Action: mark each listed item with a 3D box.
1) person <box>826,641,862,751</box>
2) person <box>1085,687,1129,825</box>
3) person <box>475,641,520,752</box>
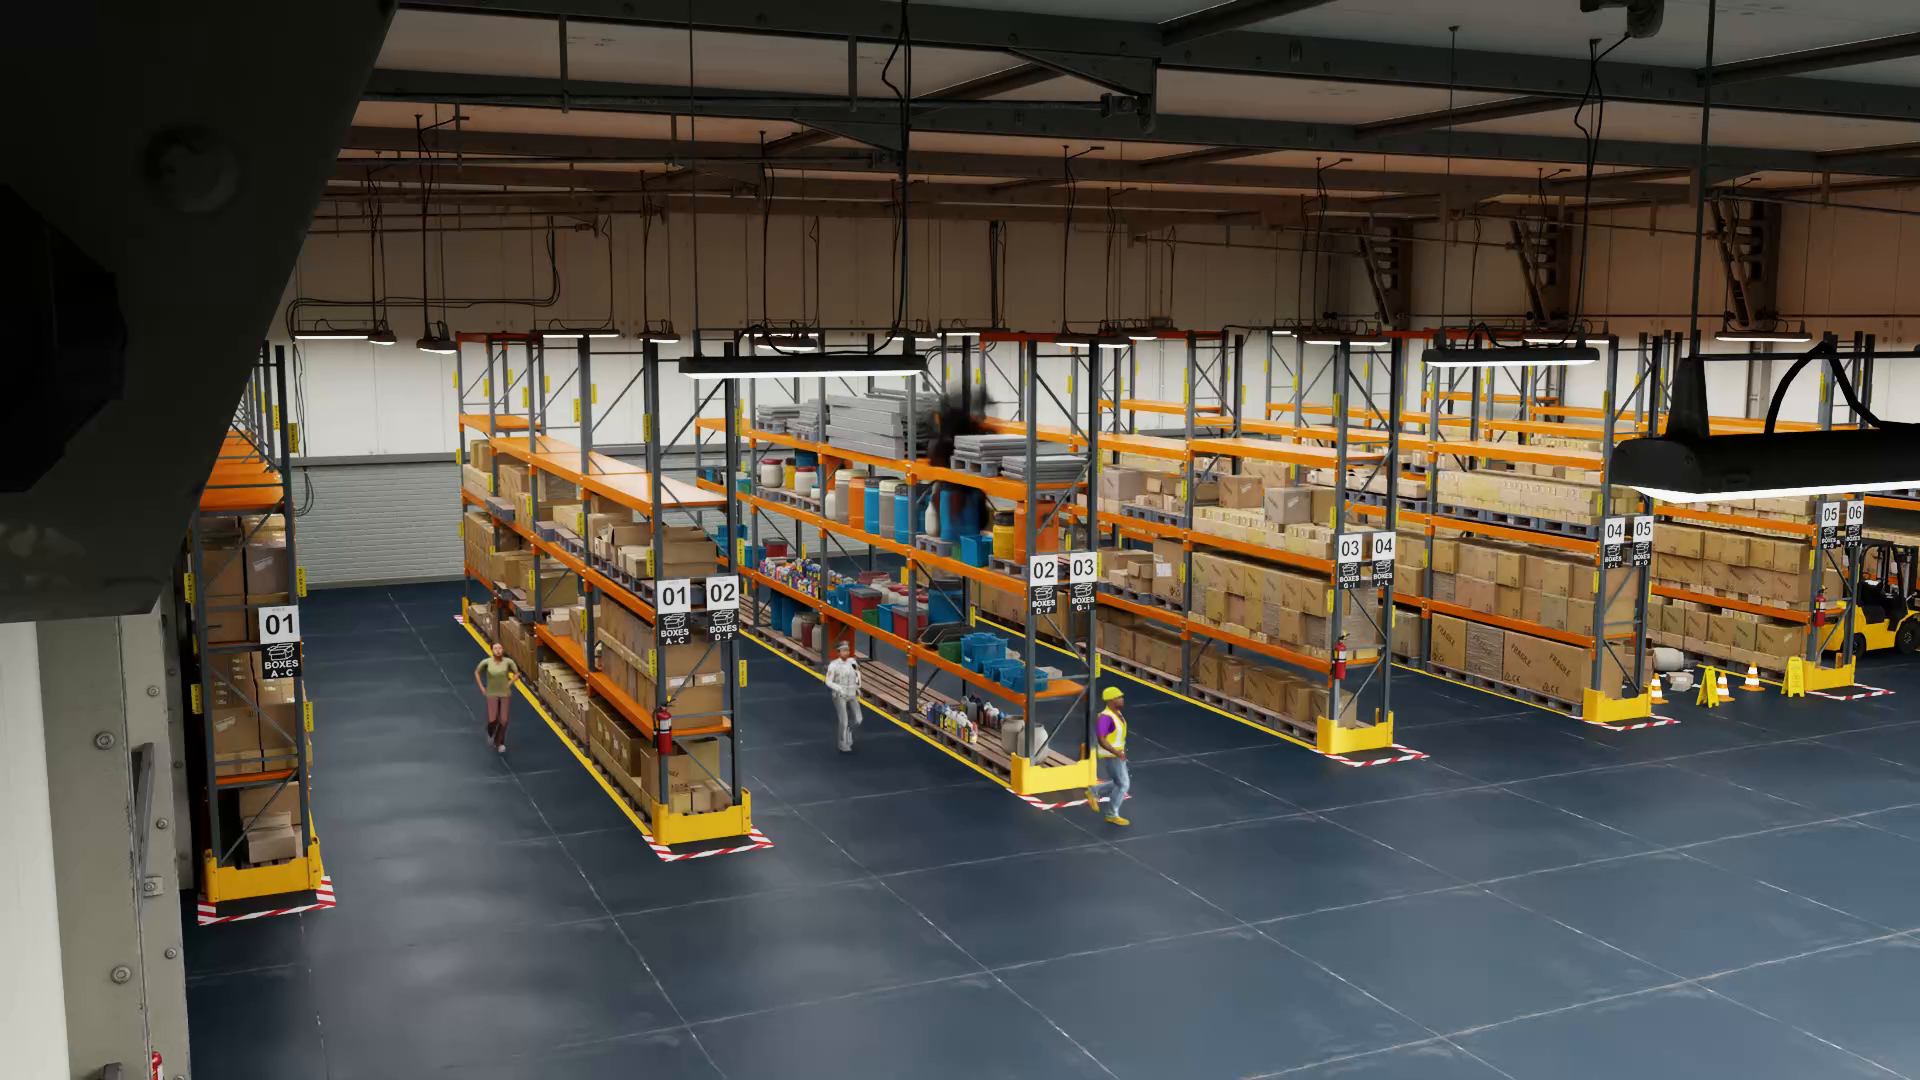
[{"bbox_3d":[-1.633,2.266,24.089,0.589,1.650,0.514,-4,9,-27],"label":"person"},{"bbox_3d":[1.874,2.690,20.857,0.551,1.723,0.737,2,8,15],"label":"person"},{"bbox_3d":[-6.696,2.273,24.145,0.624,1.638,0.514,-3,8,-20],"label":"person"}]
